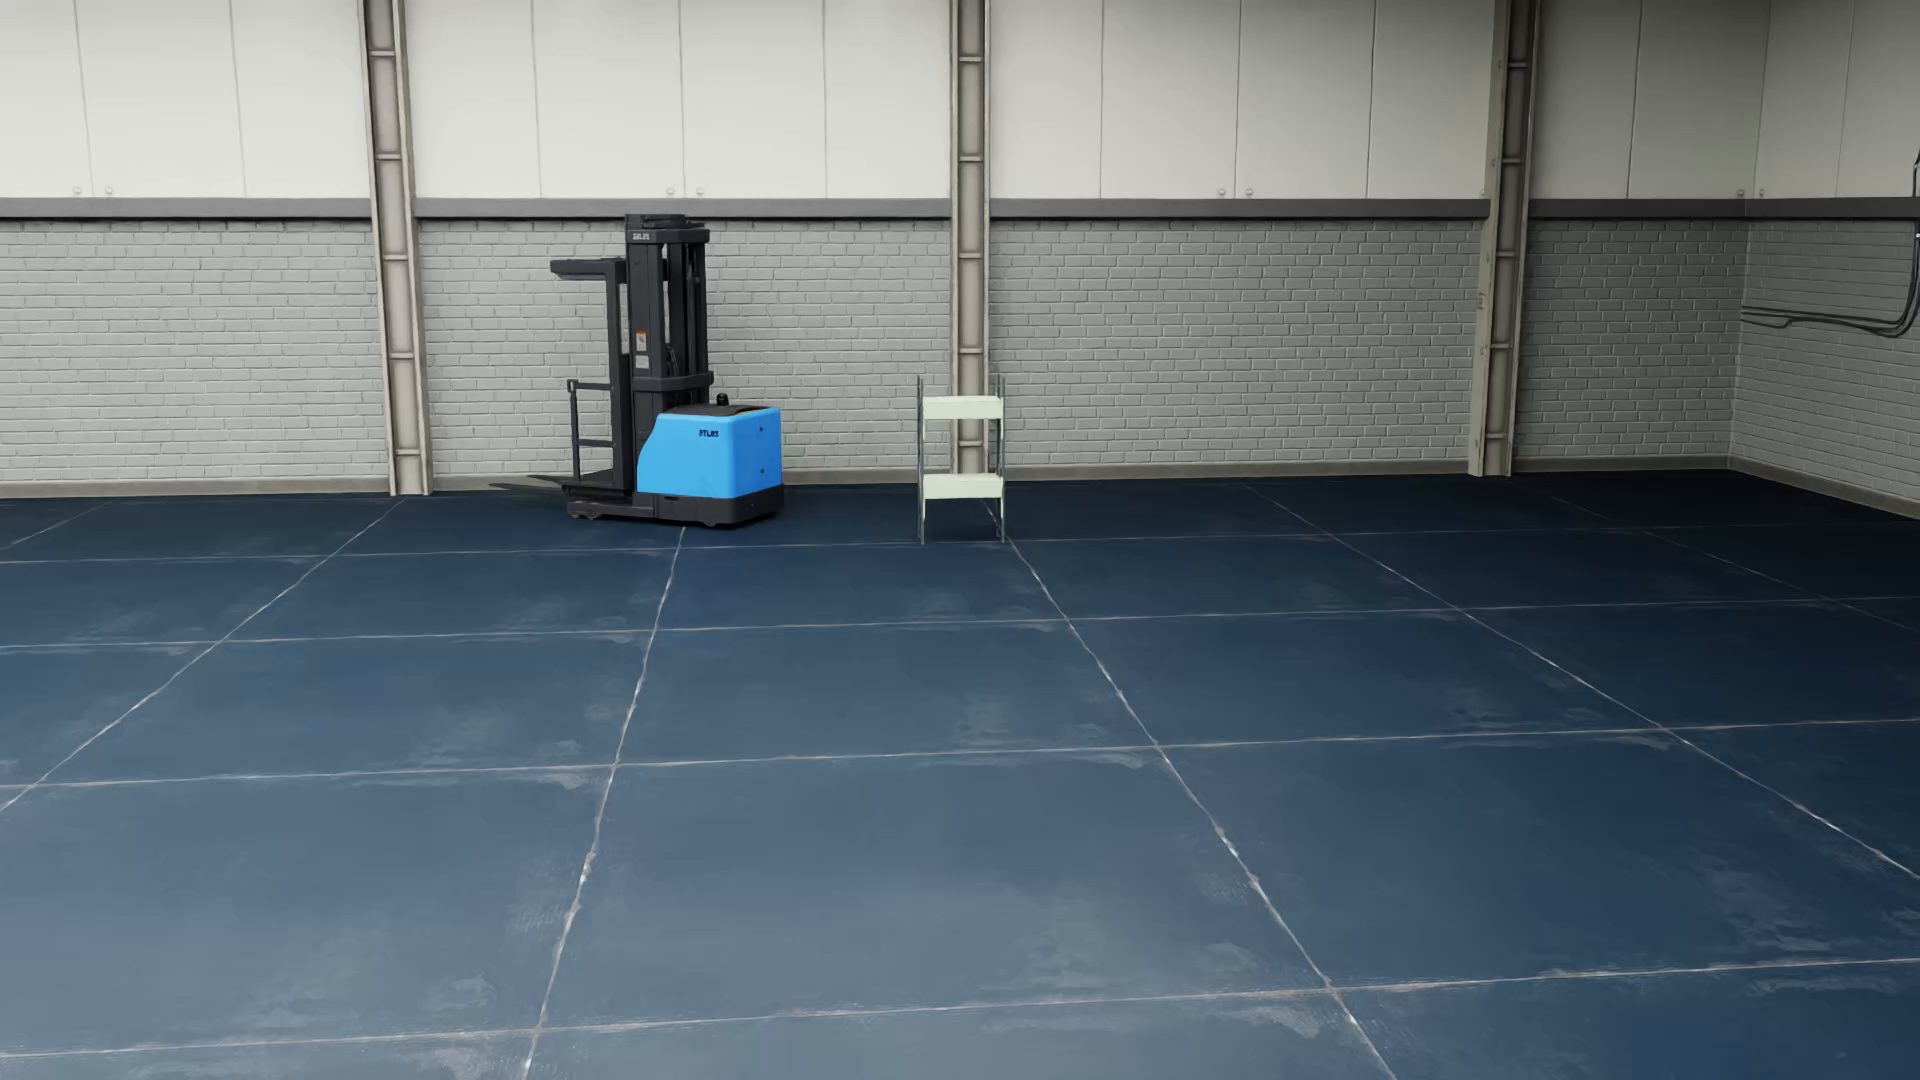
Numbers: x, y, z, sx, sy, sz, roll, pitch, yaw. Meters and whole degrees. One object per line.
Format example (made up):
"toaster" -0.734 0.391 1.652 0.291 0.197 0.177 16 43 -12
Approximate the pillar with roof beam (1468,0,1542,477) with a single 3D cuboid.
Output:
"pillar with roof beam" 6.533 -4.342 14.008 0.400 9.000 9.100 -1 11 -6

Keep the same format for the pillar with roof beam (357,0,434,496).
"pillar with roof beam" -5.397 -4.092 12.737 0.400 9.000 9.100 -1 11 -6

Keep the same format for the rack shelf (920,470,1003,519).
"rack shelf" 0.007 -0.416 15.169 0.720 0.370 0.431 -1 11 -6

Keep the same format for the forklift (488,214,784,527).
"forklift" -3.309 -1.726 16.432 3.031 2.935 1.130 5 12 24

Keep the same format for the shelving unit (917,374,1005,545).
"shelving unit" 0.007 -0.736 15.106 0.755 1.500 0.431 -1 11 -6

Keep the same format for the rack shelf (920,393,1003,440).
"rack shelf" 0.007 -1.119 15.031 0.720 0.370 0.431 -1 11 -6

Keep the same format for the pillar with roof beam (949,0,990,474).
"pillar with roof beam" 0.568 -4.217 13.372 0.400 9.000 9.100 -1 11 -6

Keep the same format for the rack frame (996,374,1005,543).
"rack frame" 0.371 -0.744 15.145 0.023 1.500 0.400 -1 11 -6

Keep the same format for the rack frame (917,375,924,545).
"rack frame" -0.357 -0.728 15.067 0.023 1.500 0.400 -1 11 -6

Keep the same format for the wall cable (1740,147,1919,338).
"wall cable" 9.139 -3.452 17.529 0.112 2.526 3.097 -1 11 -6
